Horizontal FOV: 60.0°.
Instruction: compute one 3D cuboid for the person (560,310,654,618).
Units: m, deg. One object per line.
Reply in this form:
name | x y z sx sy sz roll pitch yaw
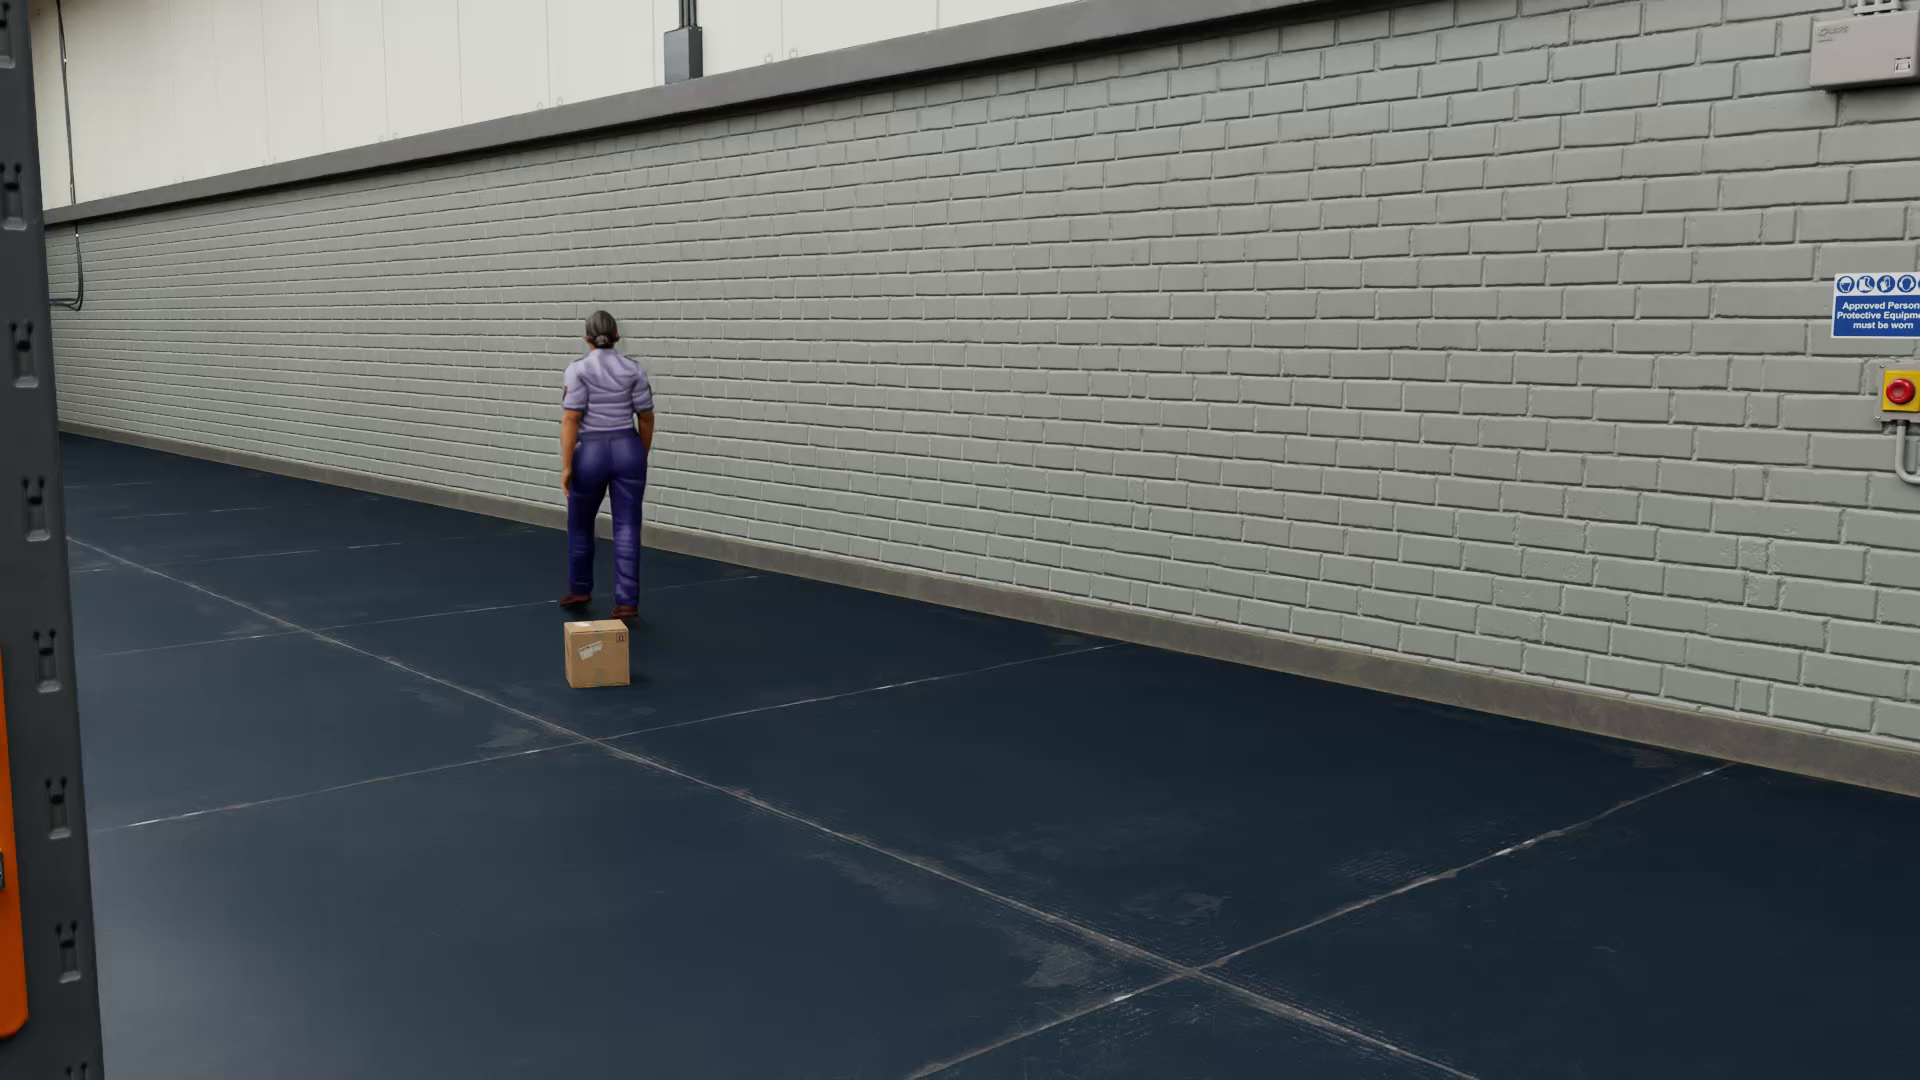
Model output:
person | -1.891 -0.406 8.876 0.512 1.625 0.880 -3 8 -20
